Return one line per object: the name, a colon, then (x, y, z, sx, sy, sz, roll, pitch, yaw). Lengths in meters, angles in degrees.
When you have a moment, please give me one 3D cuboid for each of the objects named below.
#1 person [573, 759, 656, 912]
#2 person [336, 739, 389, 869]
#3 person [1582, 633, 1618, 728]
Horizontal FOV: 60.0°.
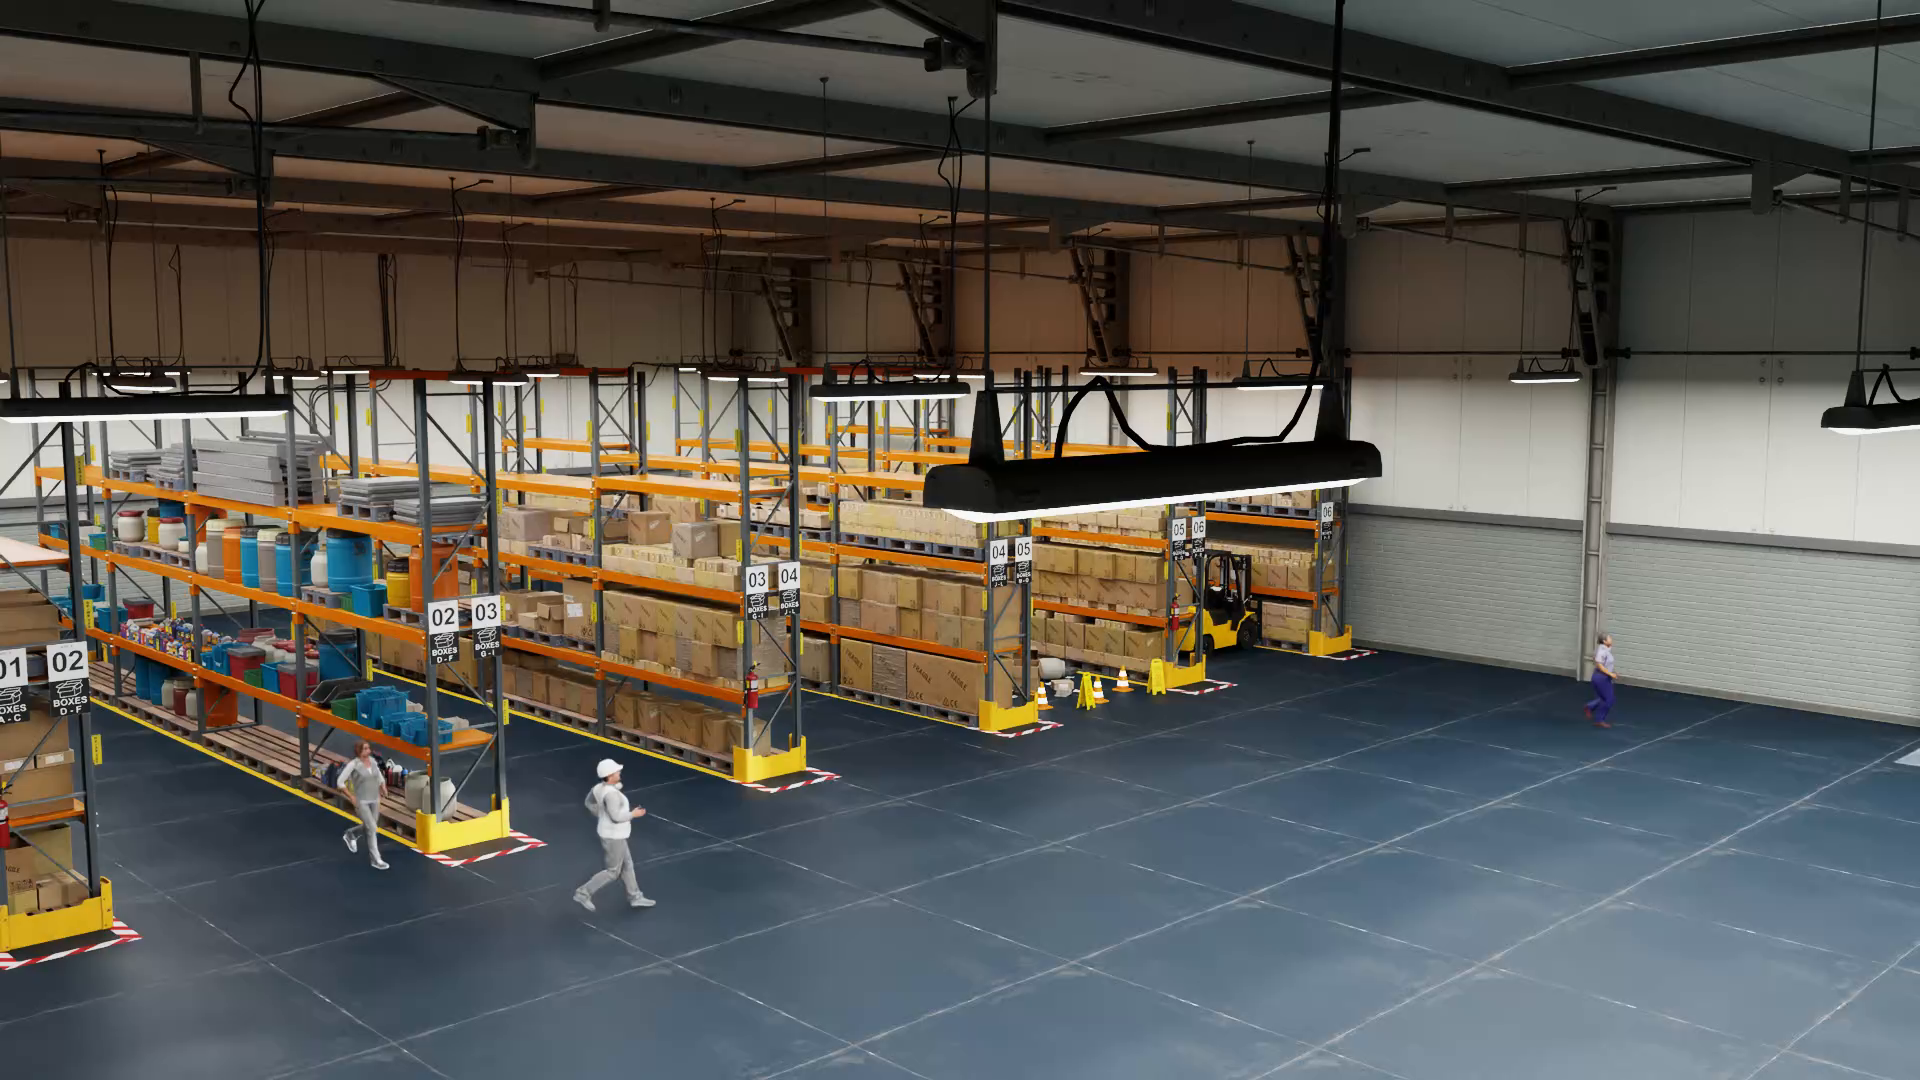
person: (-3.895, 3.323, 18.683, 0.955, 1.764, 0.660, -3, 7, -23)
person: (-7.368, 3.233, 20.502, 0.823, 1.578, 0.565, 4, 7, 30)
person: (10.837, 2.372, 28.143, 0.551, 1.604, 0.610, 2, 7, 20)
